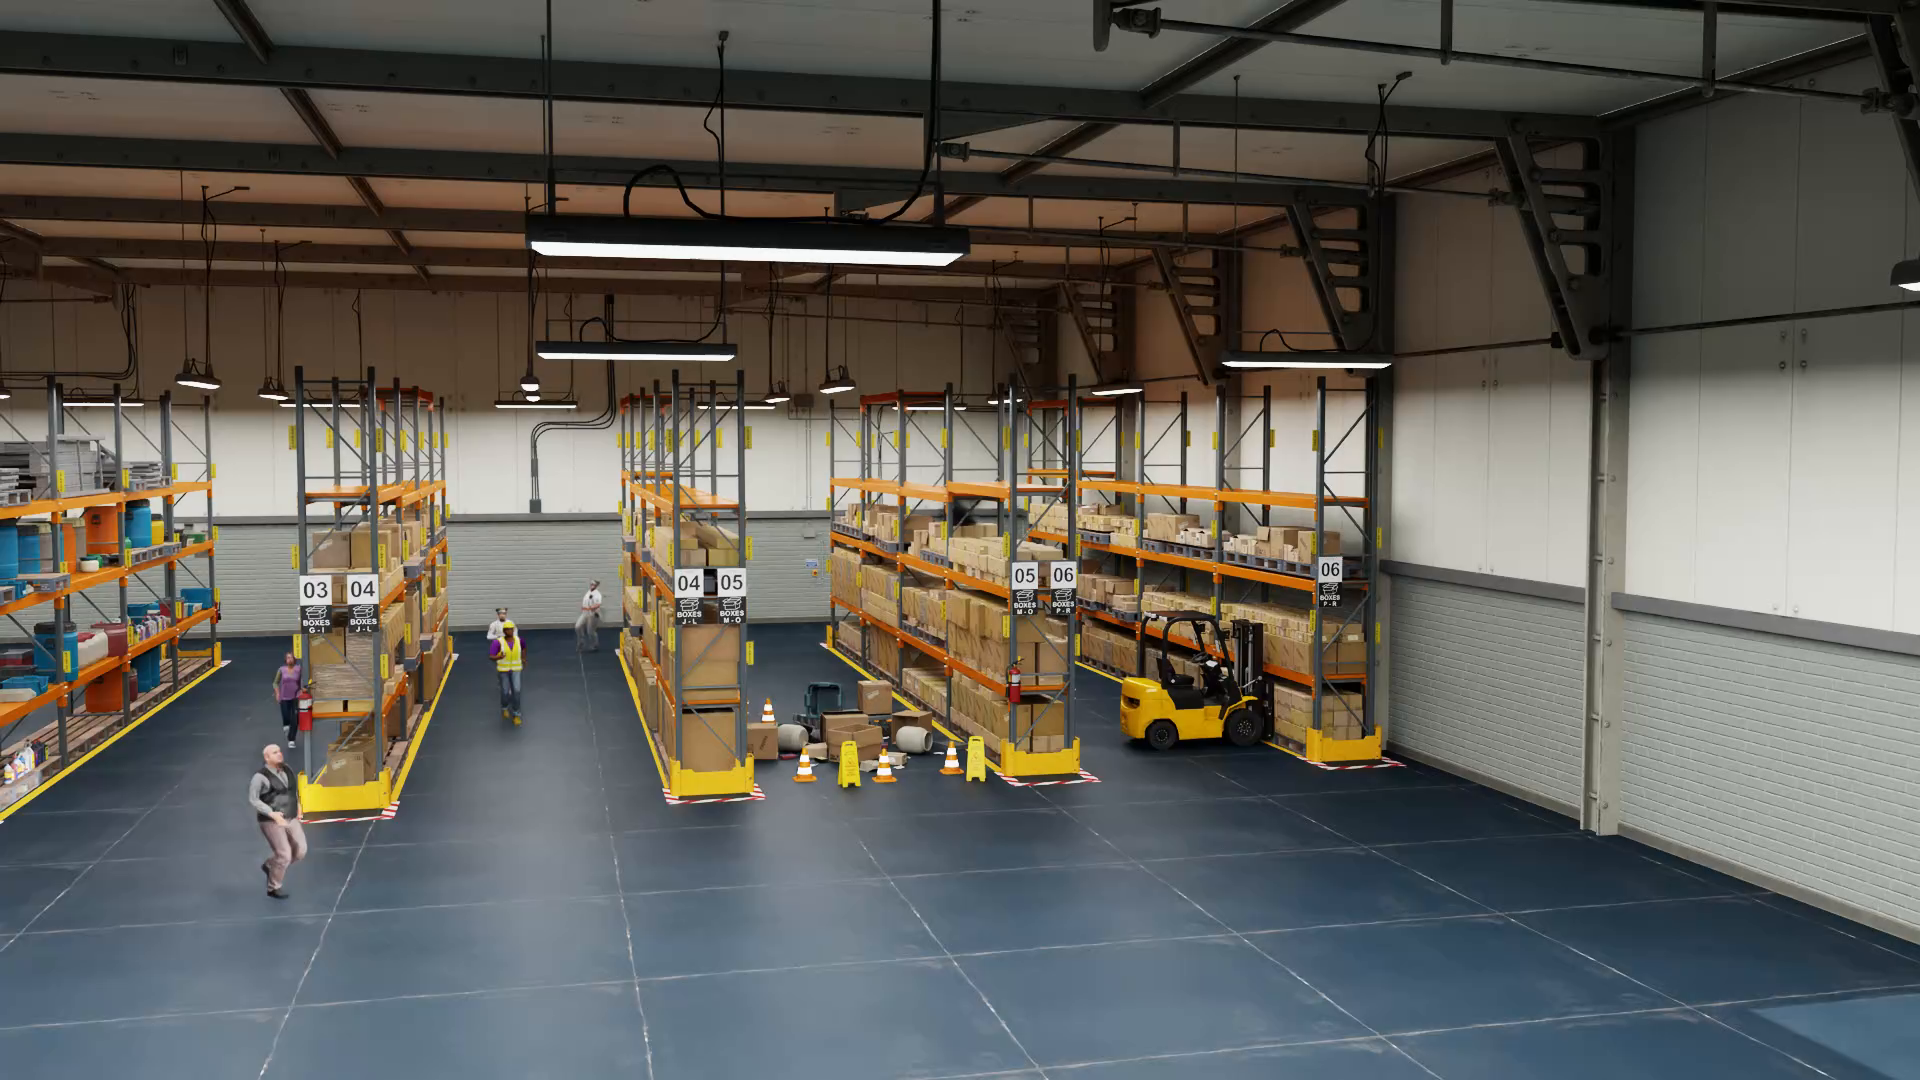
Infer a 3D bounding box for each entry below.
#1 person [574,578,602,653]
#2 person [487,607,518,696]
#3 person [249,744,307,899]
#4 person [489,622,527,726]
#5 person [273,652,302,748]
[{"bbox_3d":[-8.731,1.779,39.345,0.660,1.755,0.686,3,4,37],"label":"person"},{"bbox_3d":[-9.053,2.177,32.932,0.602,1.735,0.811,-1,4,-19],"label":"person"},{"bbox_3d":[-7.487,3.077,18.262,0.528,1.687,0.666,1,4,22],"label":"person"},{"bbox_3d":[-7.986,2.345,29.460,0.683,1.807,0.845,-1,4,-23],"label":"person"},{"bbox_3d":[-10.966,2.605,27.258,0.537,1.558,0.549,-2,4,-24],"label":"person"}]
